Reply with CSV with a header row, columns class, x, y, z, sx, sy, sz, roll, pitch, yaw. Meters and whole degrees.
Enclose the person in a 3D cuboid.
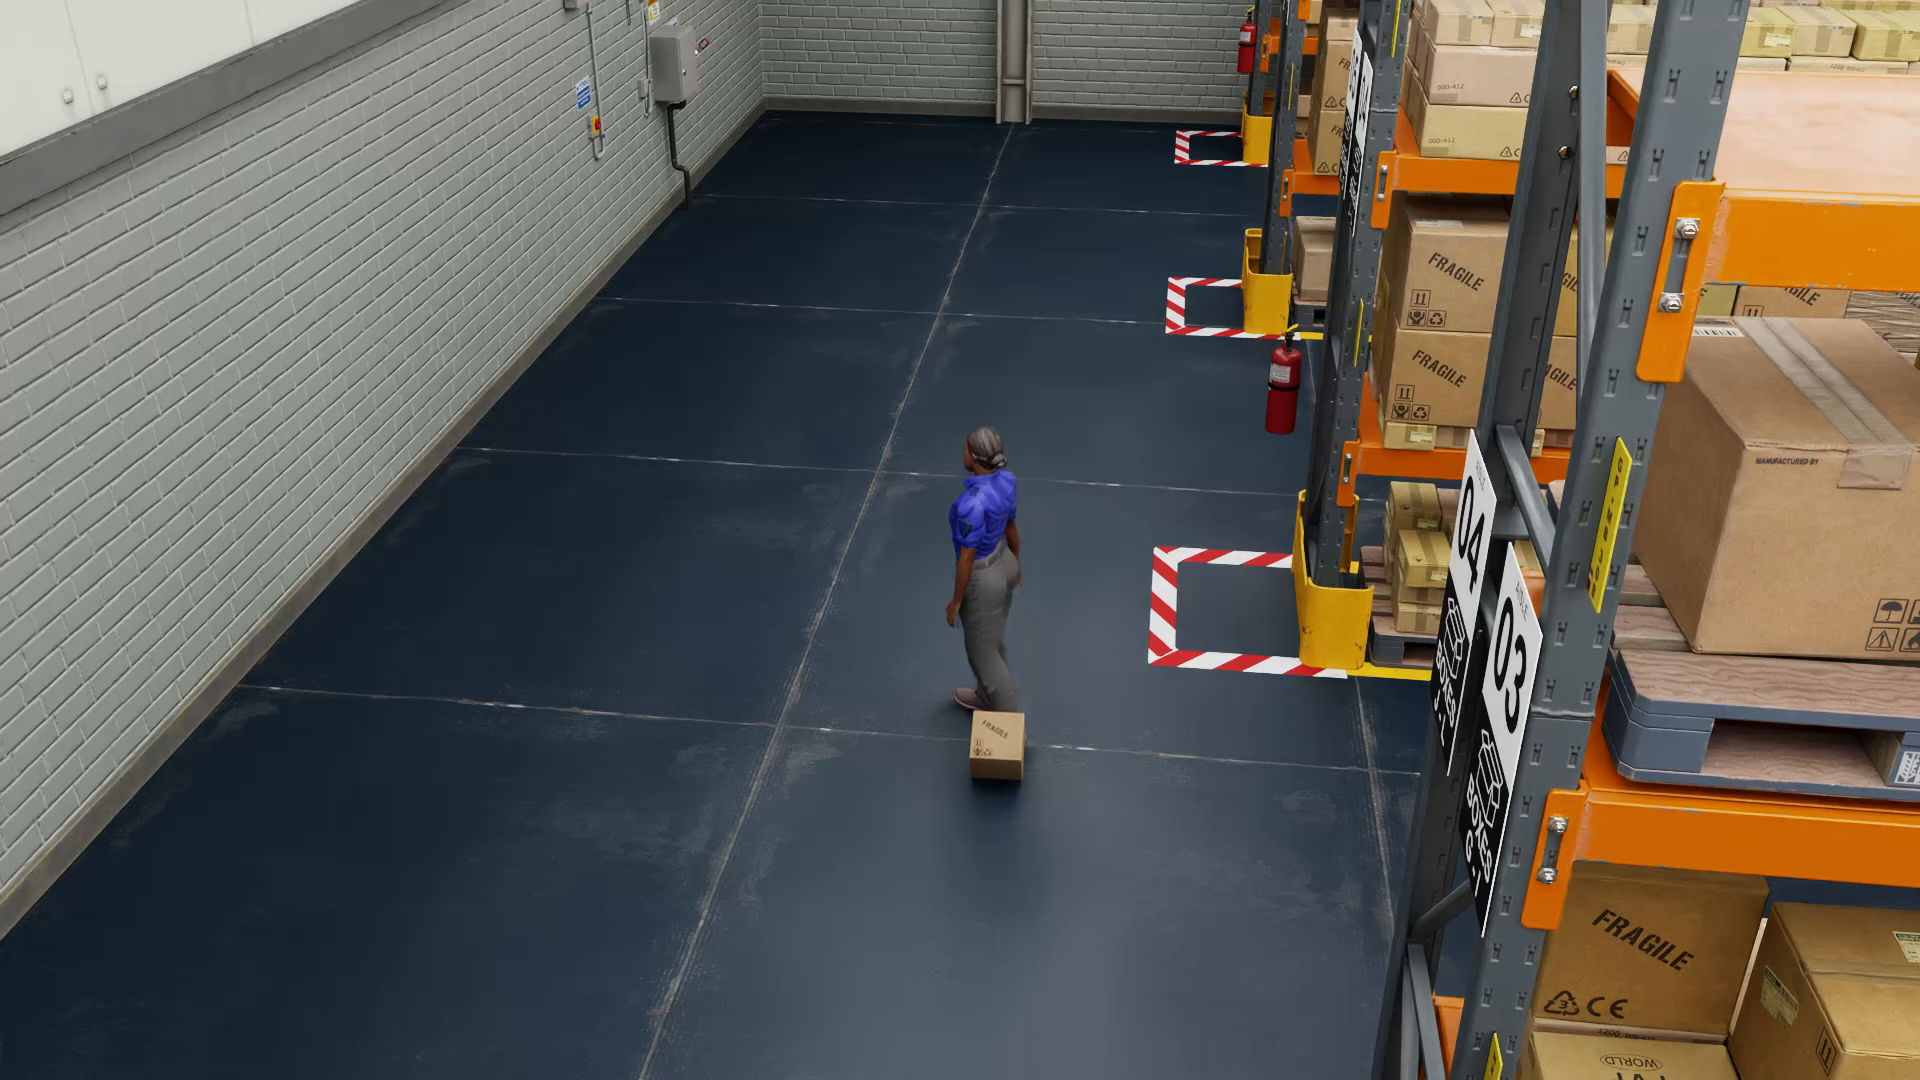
class,x,y,z,sx,sy,sz,roll,pitch,yaw
person,0.138,0.239,8.185,0.522,1.648,0.662,12,31,21
